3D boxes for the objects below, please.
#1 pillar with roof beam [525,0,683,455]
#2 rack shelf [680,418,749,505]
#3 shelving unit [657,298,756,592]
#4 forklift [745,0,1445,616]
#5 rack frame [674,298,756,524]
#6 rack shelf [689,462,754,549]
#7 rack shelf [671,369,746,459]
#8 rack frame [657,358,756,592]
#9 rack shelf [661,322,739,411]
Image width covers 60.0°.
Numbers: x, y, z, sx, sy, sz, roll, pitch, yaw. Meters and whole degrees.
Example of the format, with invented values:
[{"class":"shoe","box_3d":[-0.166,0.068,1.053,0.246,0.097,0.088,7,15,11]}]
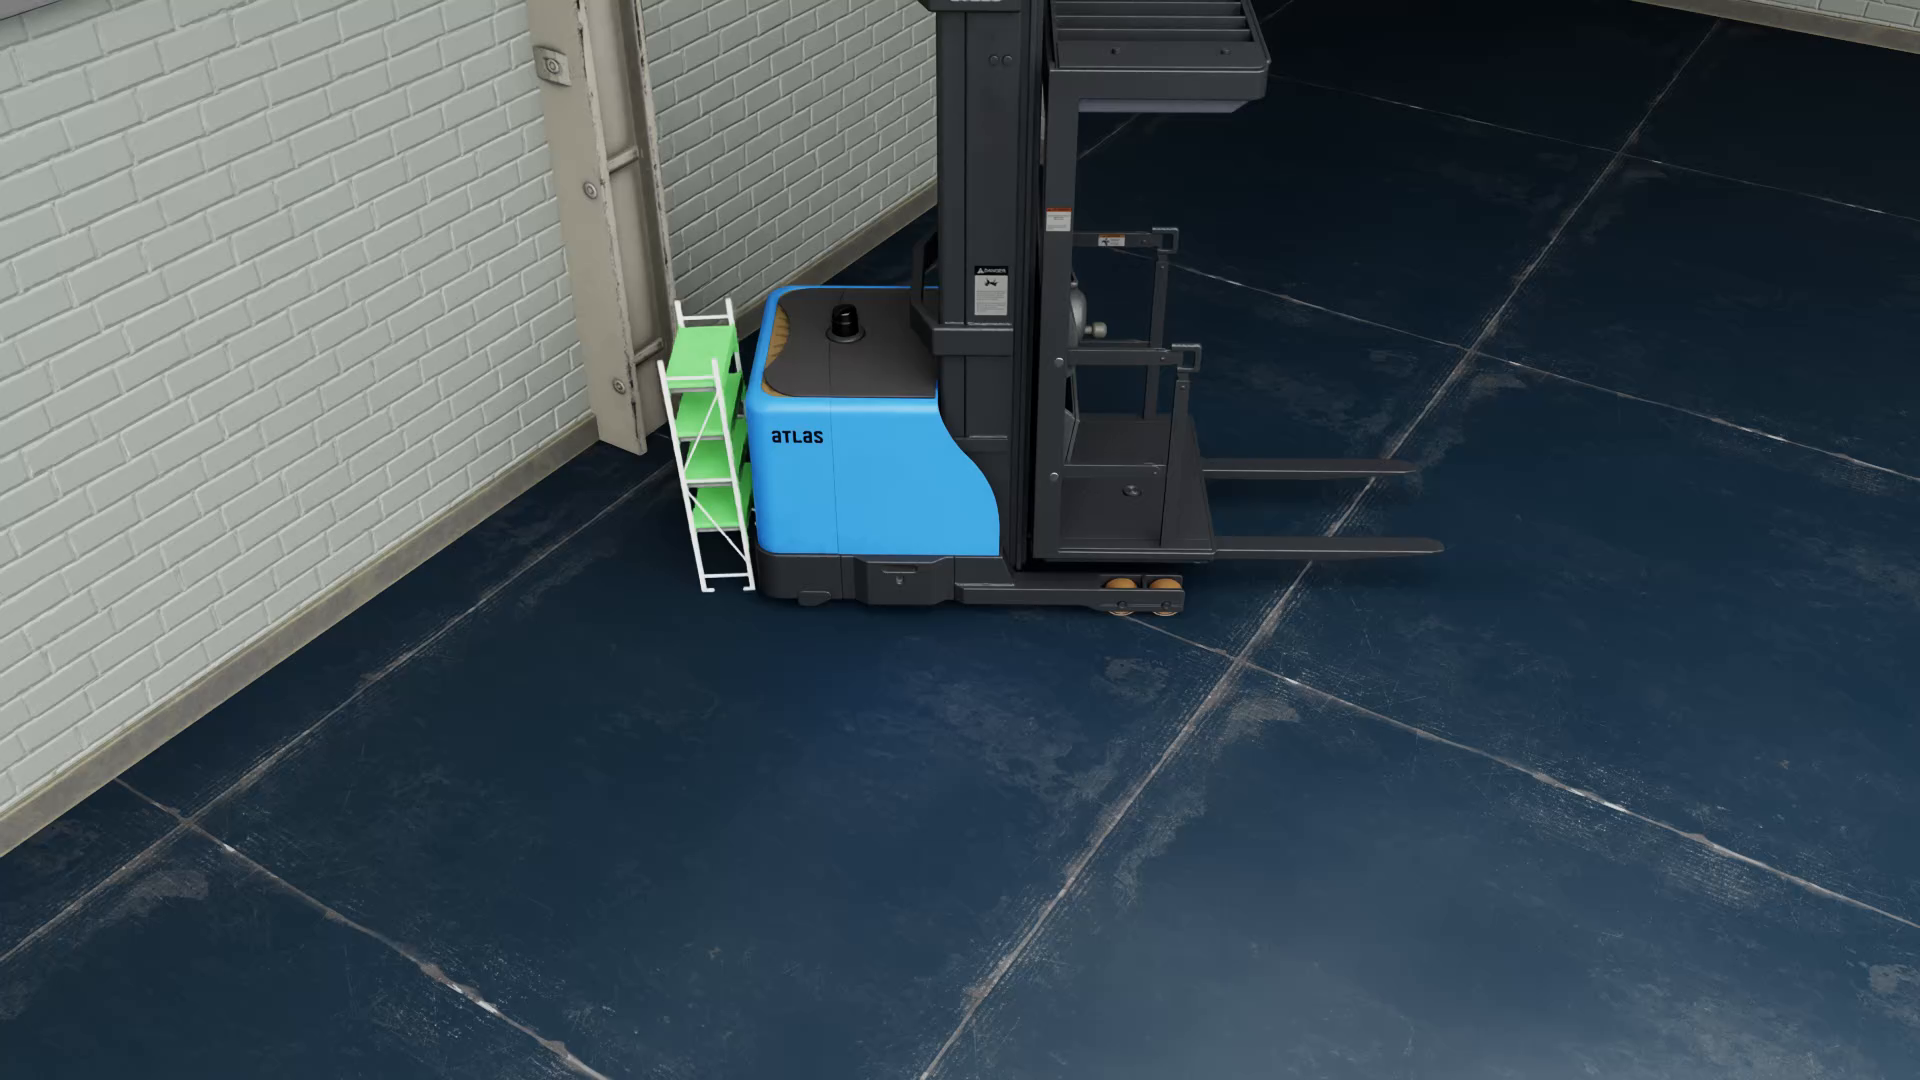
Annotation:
[{"class":"pillar with roof beam","box_3d":[2.018,-2.729,3.919,9.100,9.000,0.400,21,42,25]},{"class":"rack shelf","box_3d":[-1.064,-0.350,7.315,0.258,0.148,0.480,-2,38,2]},{"class":"shelving unit","box_3d":[-1.068,-0.401,7.276,0.258,1.200,0.503,-2,38,2]},{"class":"forklift","box_3d":[0.628,-1.155,6.848,3.031,2.935,1.130,0,38,1]},{"class":"rack frame","box_3d":[-1.066,-0.550,7.469,0.240,1.200,0.015,-2,38,2]},{"class":"rack shelf","box_3d":[-1.051,-0.161,7.461,0.258,0.148,0.480,-2,38,2]},{"class":"rack shelf","box_3d":[-1.078,-0.540,7.169,0.258,0.148,0.480,-2,38,2]},{"class":"rack frame","box_3d":[-1.069,-0.252,7.083,0.240,1.200,0.015,-2,38,2]},{"class":"rack shelf","box_3d":[-1.091,-0.730,7.023,0.258,0.148,0.480,-2,38,2]}]
